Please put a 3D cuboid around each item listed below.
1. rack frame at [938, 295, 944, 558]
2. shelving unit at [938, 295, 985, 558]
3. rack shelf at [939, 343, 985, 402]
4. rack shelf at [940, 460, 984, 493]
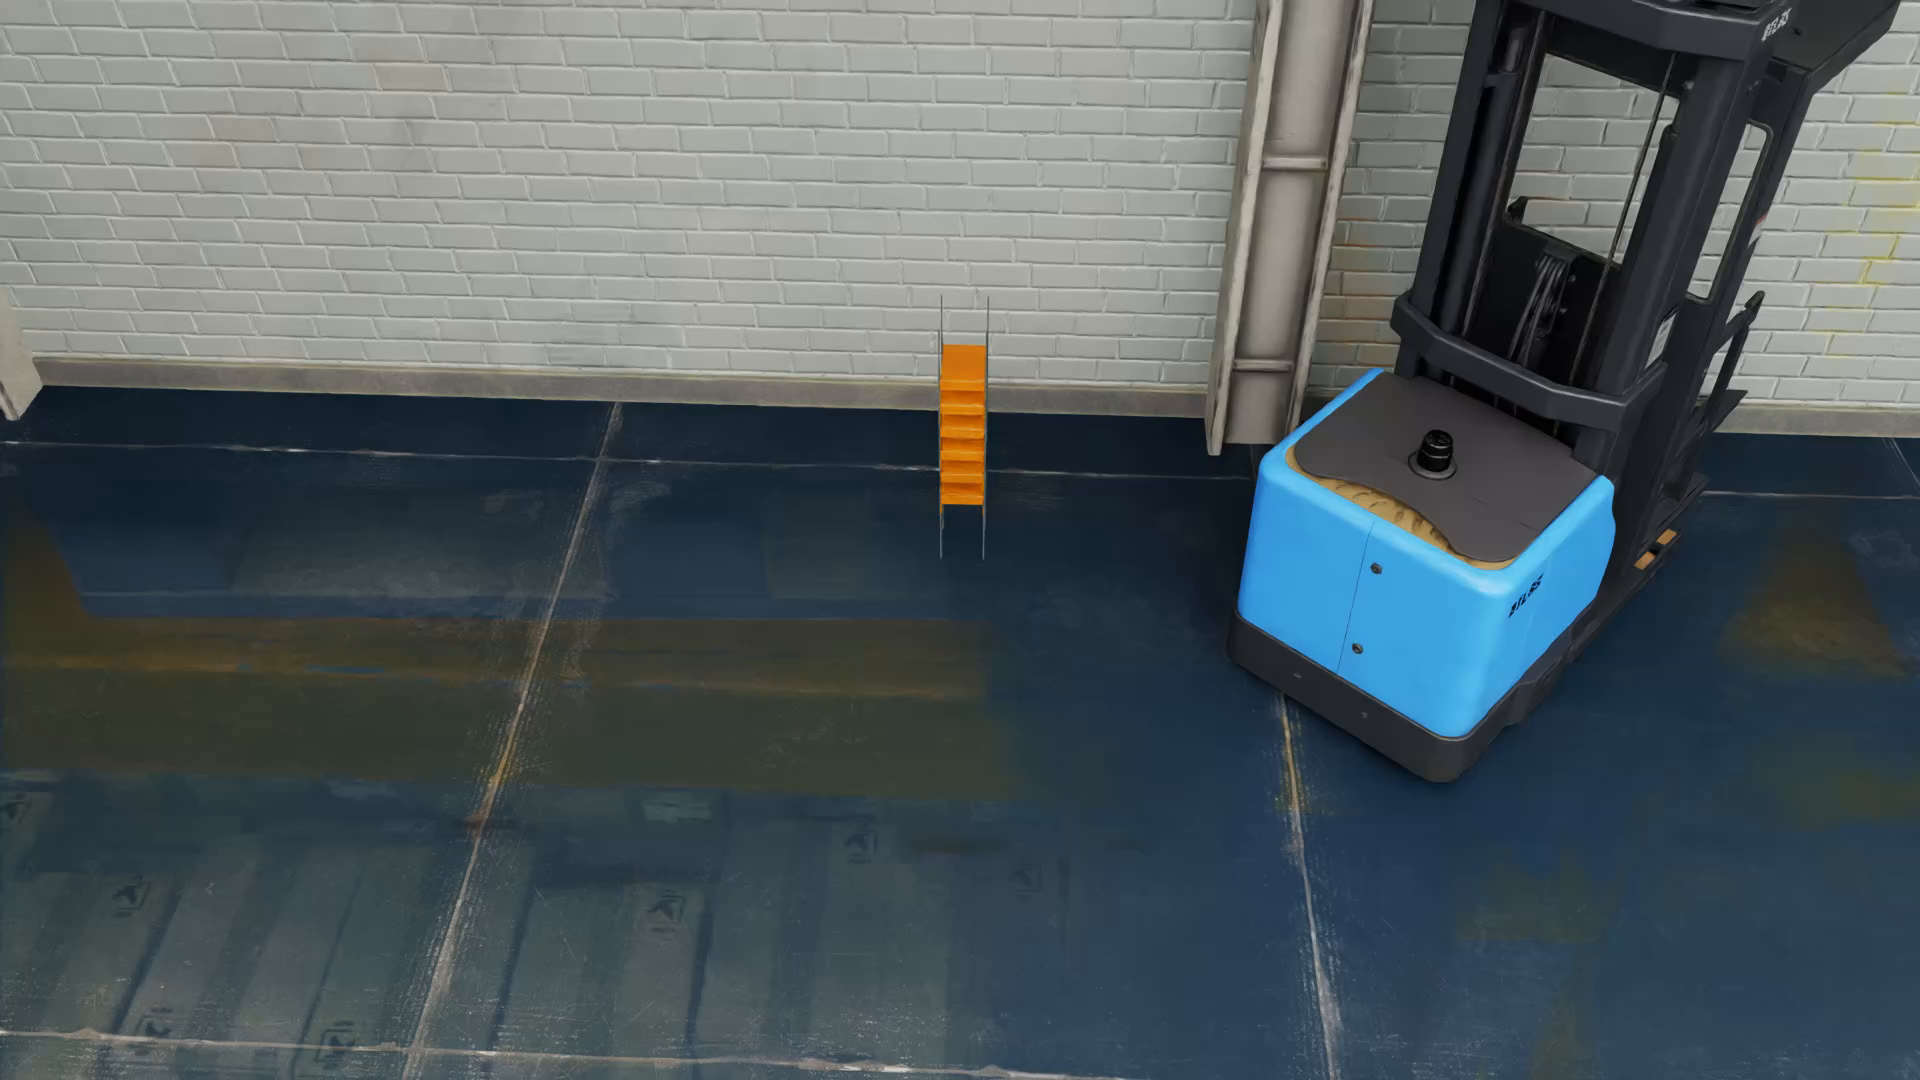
[{"bbox_3d":[-0.077,-0.441,6.844,0.006,1.200,0.240,2,43,2],"label":"rack frame"},{"bbox_3d":[-10.961,0.879,4.986,21.905,1.800,5.752,2,43,2],"label":"shelving unit"},{"bbox_3d":[0.014,-0.669,6.625,0.180,0.103,0.258,2,43,2],"label":"rack shelf"},{"bbox_3d":[0.014,-0.318,6.953,0.180,0.103,0.258,2,43,2],"label":"rack shelf"}]
